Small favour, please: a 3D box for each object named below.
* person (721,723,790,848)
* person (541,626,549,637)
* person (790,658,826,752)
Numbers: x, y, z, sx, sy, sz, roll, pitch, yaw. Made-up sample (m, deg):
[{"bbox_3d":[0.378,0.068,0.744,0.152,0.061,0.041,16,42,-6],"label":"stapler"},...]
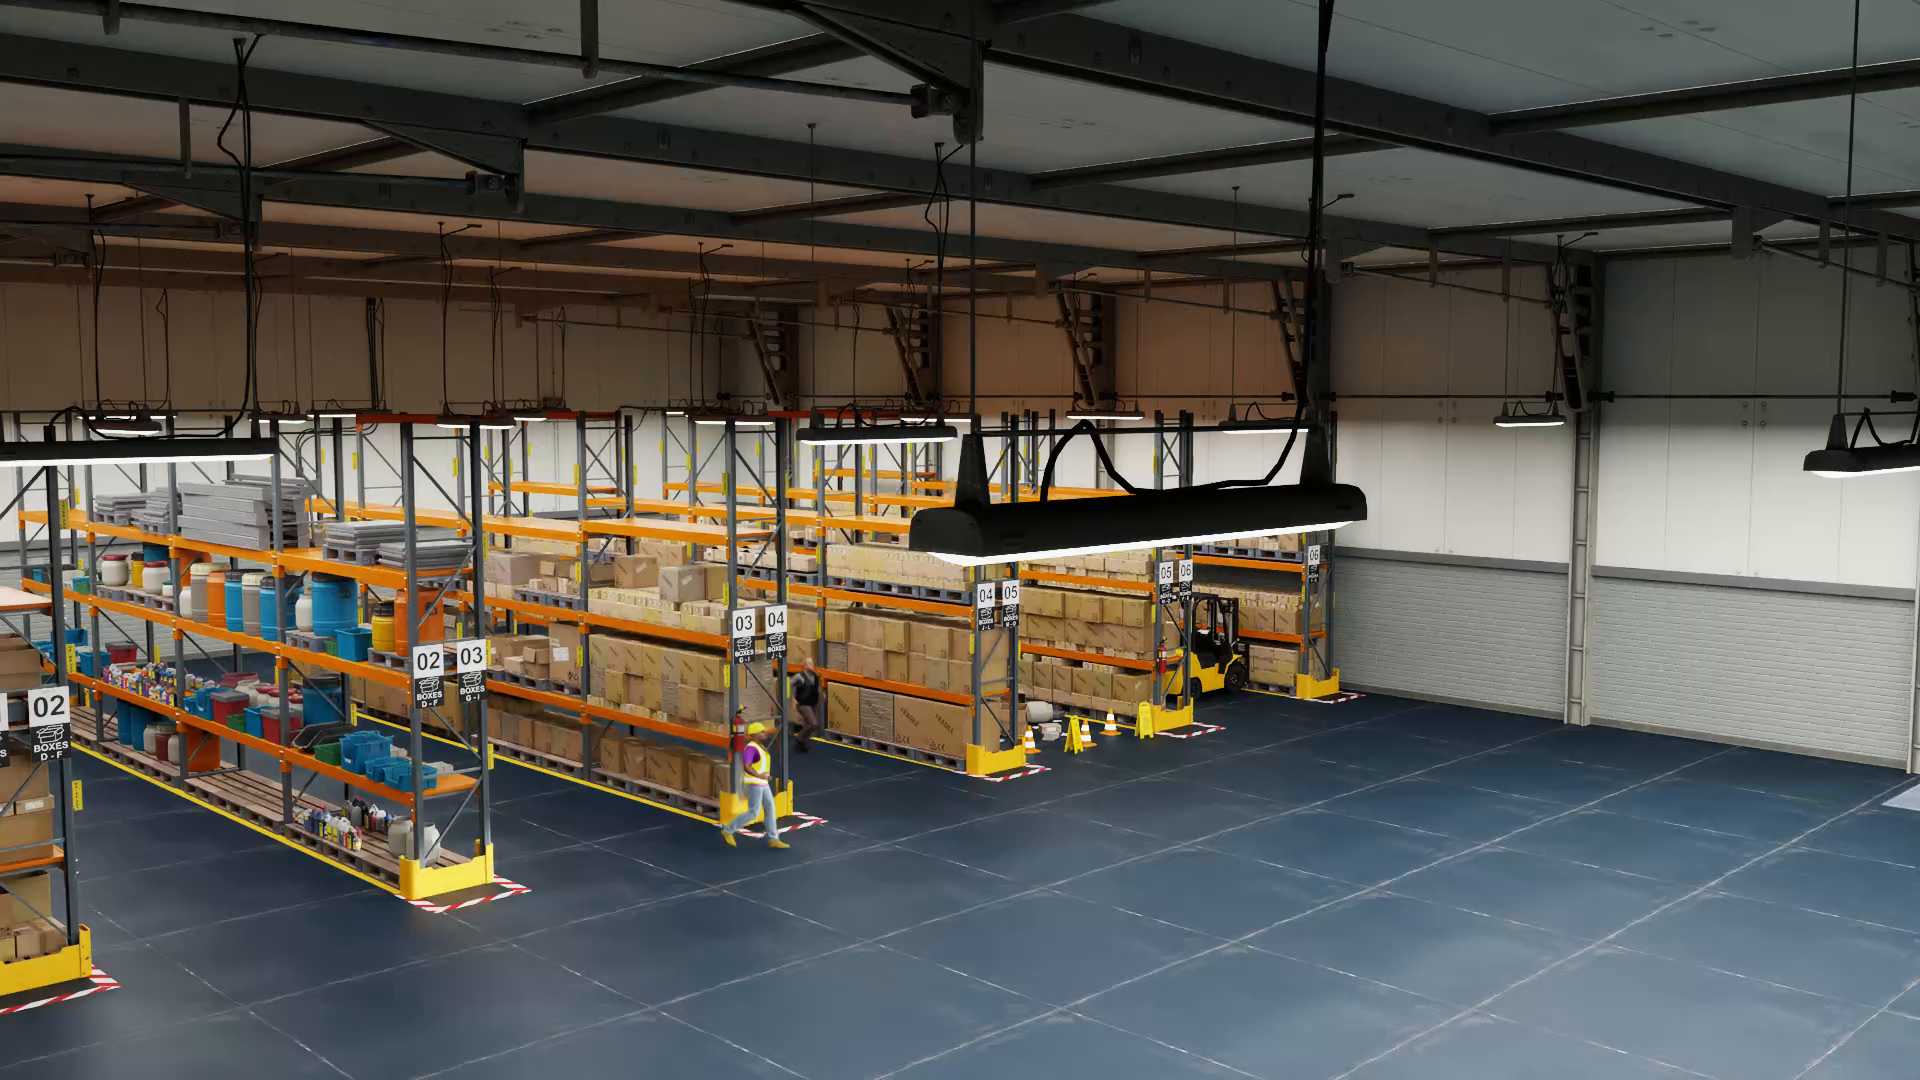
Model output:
[{"bbox_3d":[-2.825,3.428,23.319,0.962,1.728,0.764,1,5,8],"label":"person"},{"bbox_3d":[-10.273,1.832,41.662,0.668,1.784,0.951,5,7,45],"label":"person"},{"bbox_3d":[-2.681,2.922,29.409,0.733,1.677,0.630,4,6,36],"label":"person"}]
